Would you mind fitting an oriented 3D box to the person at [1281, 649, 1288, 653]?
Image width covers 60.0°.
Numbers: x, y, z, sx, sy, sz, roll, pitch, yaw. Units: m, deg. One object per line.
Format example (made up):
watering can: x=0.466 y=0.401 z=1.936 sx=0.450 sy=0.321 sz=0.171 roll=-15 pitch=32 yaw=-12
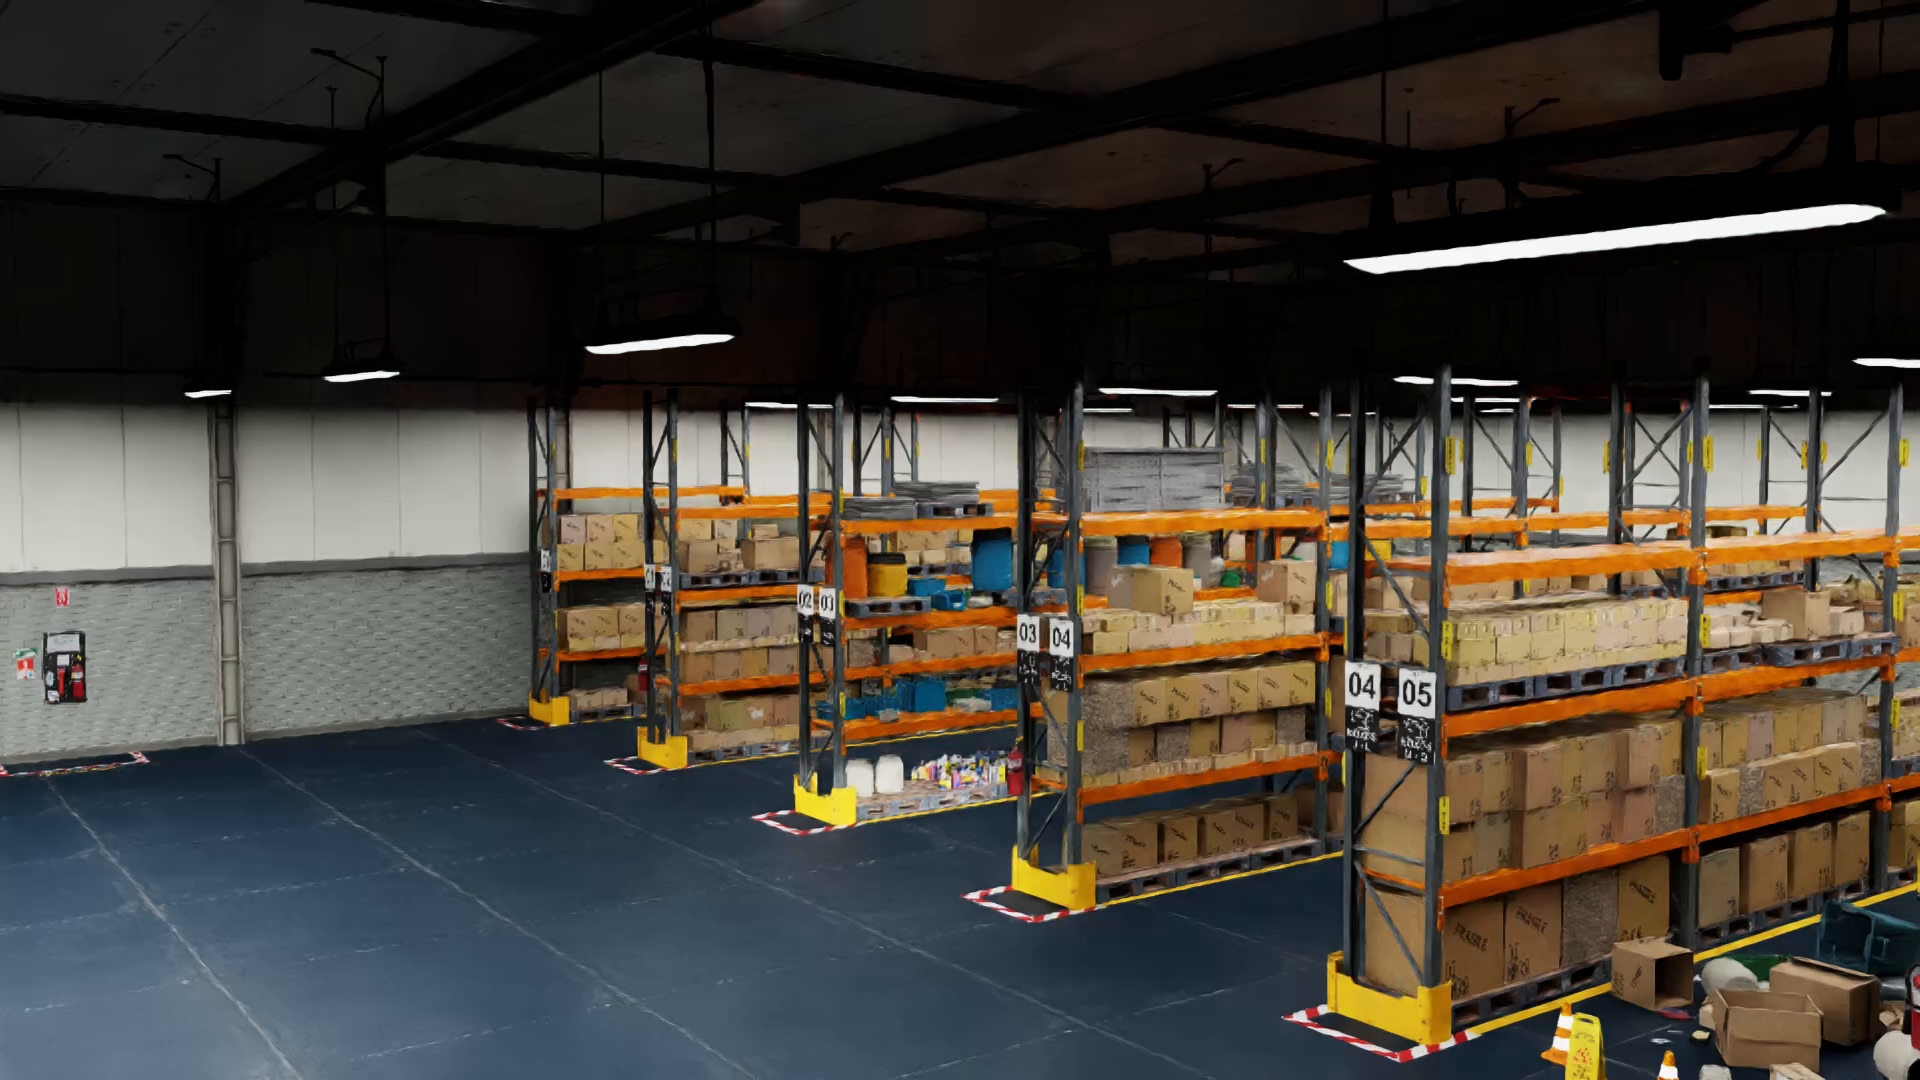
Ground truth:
person: x=7.468 y=2.046 z=37.514 sx=0.404 sy=1.769 sz=0.664 roll=2 pitch=4 yaw=32
